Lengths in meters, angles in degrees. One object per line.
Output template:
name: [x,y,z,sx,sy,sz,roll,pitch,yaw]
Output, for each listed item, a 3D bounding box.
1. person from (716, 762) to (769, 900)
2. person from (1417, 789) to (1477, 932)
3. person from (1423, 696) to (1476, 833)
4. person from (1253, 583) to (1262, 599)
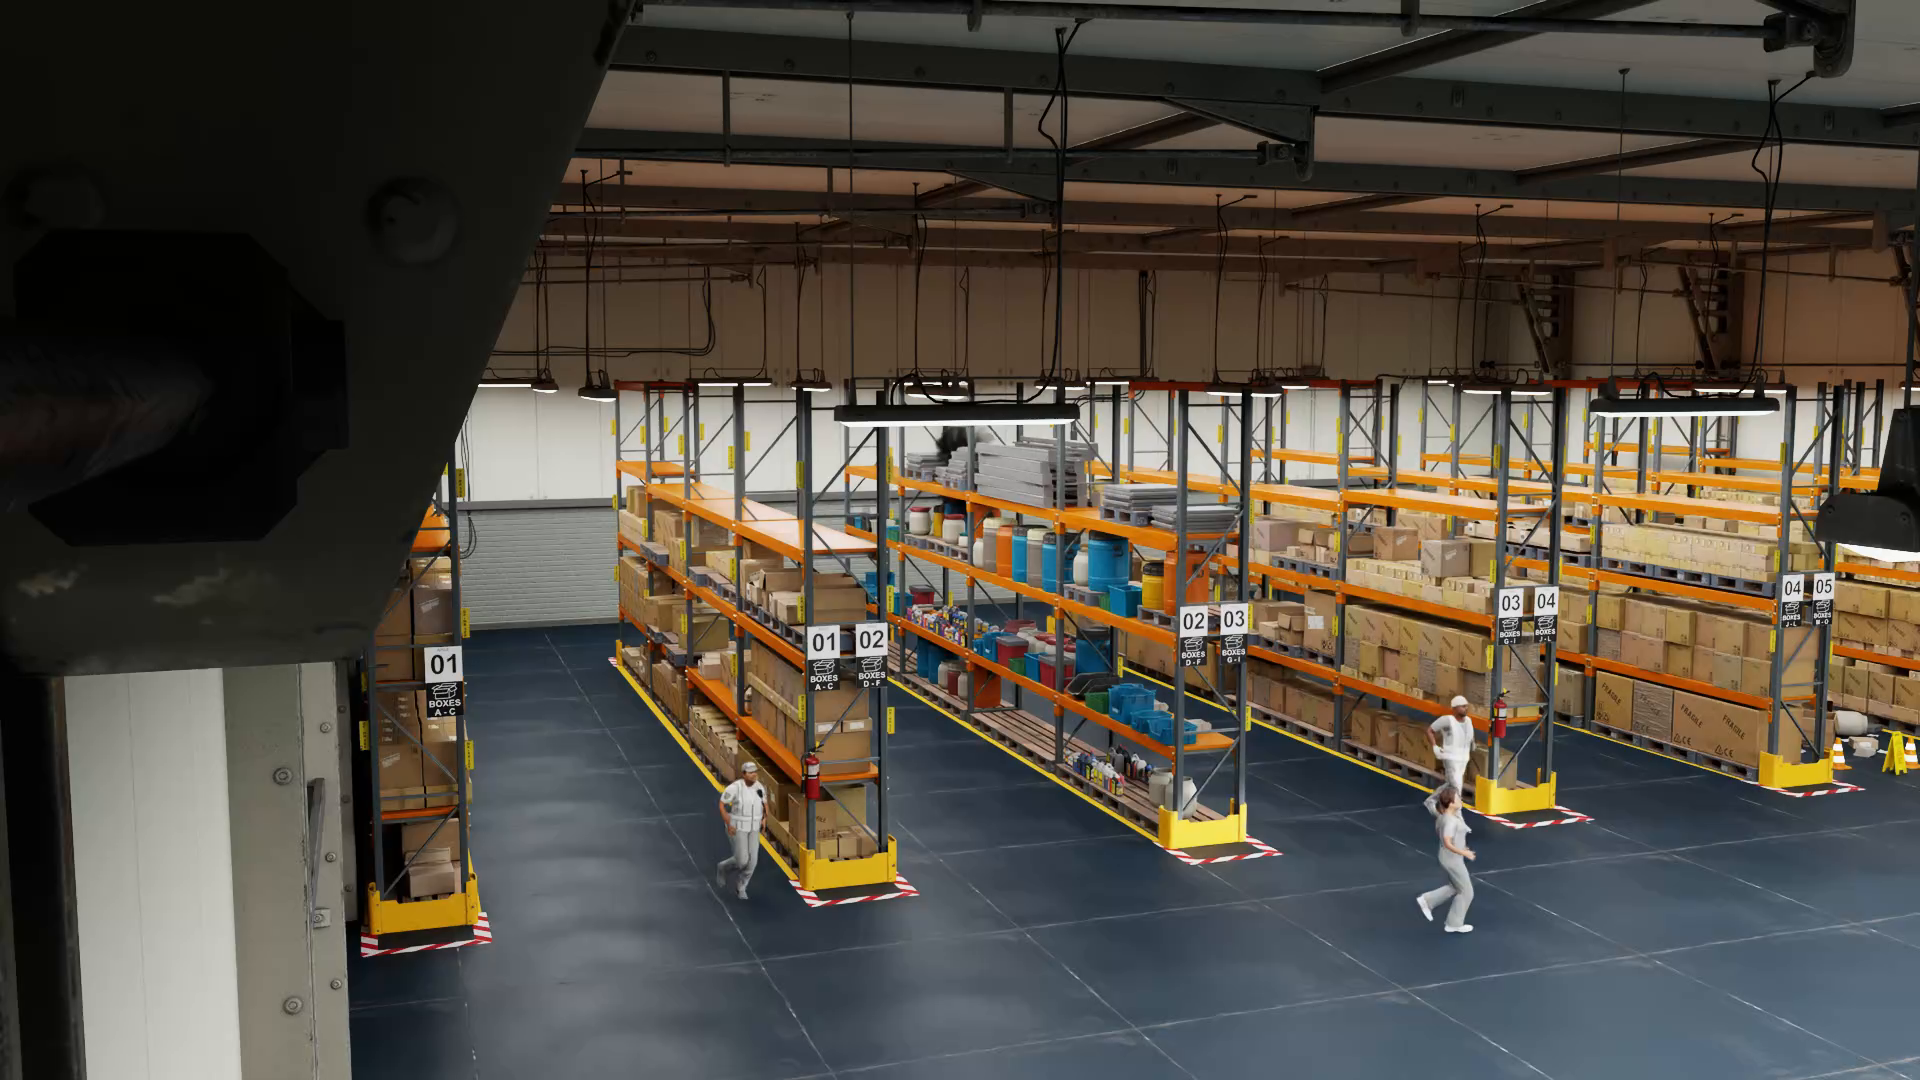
person: [-2.554,3.457,19.862,0.613,1.646,0.545,-5,8,-38]
person: [5.425,3.567,18.515,0.609,1.619,0.563,1,6,5]
person: [6.814,3.036,22.892,0.712,1.794,0.919,-4,7,-32]
person: [7.530,1.105,41.579,0.781,1.680,0.948,1,6,9]
